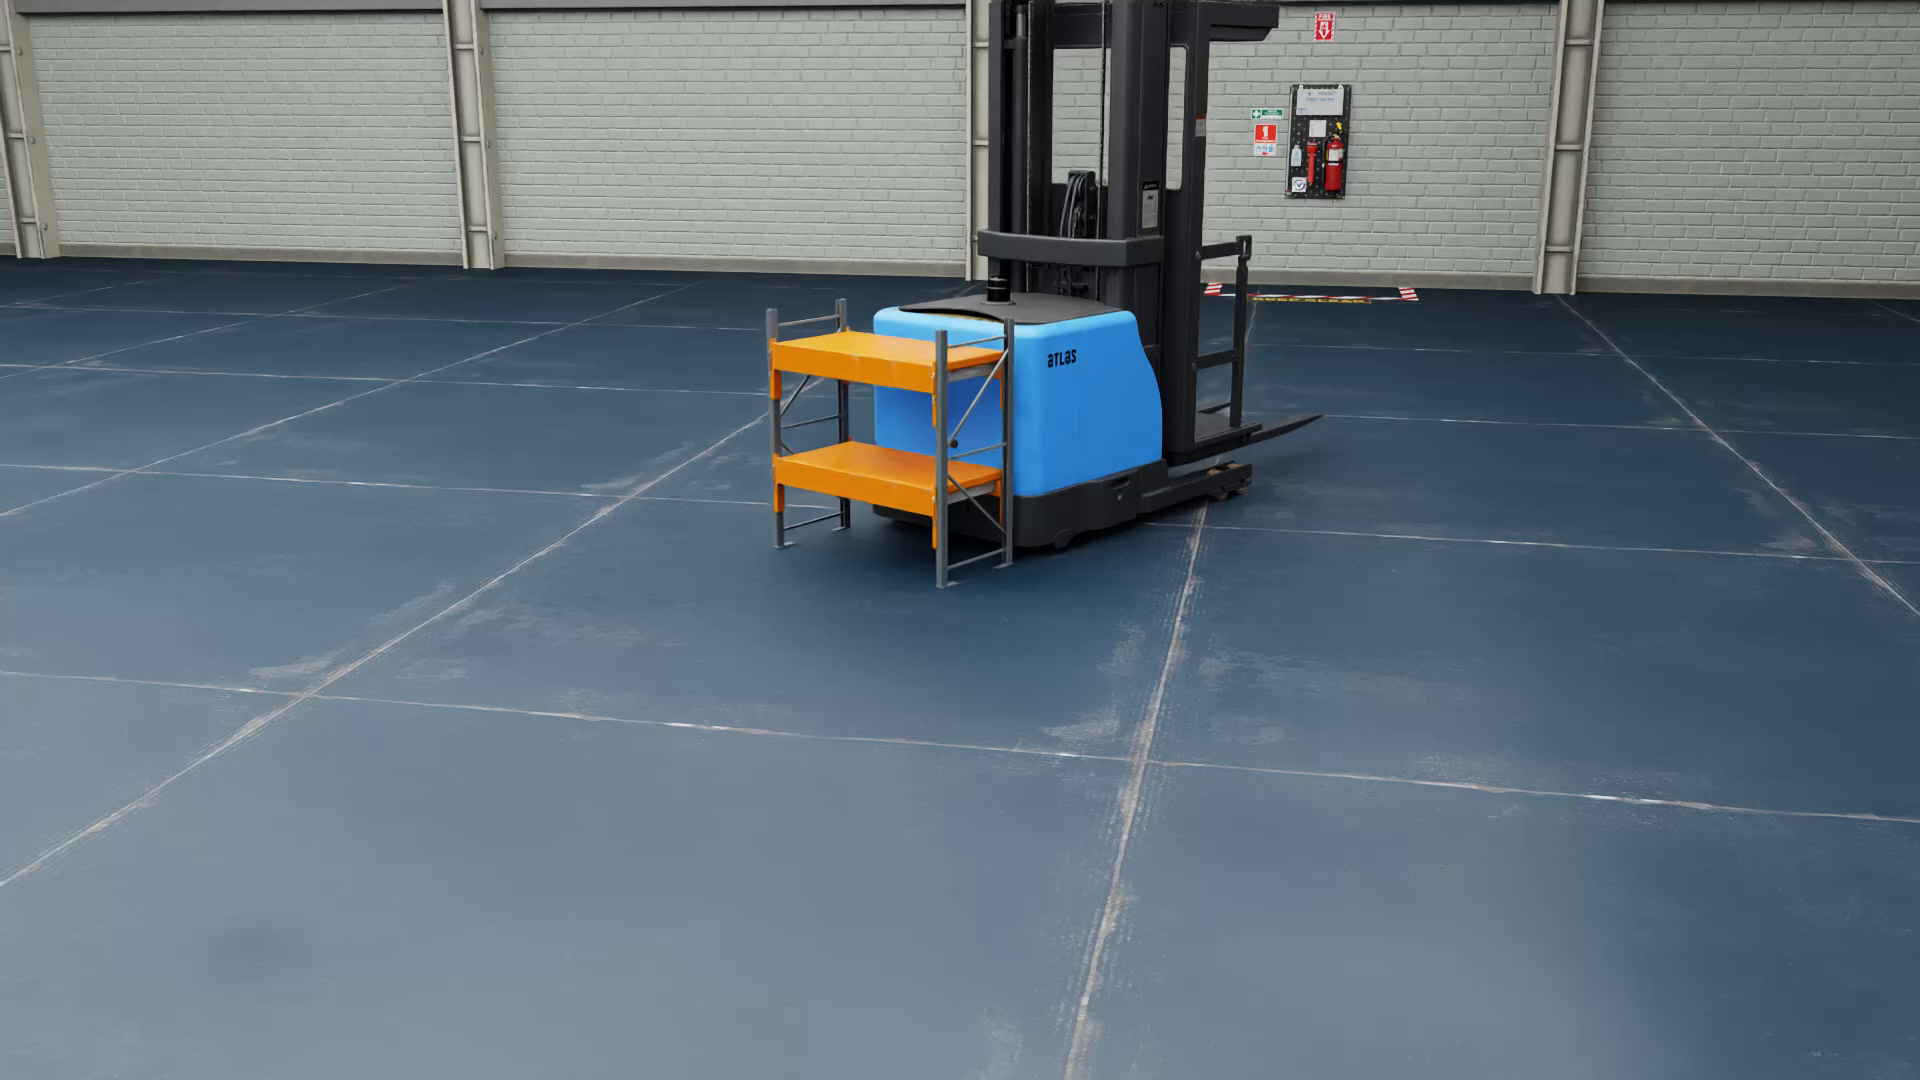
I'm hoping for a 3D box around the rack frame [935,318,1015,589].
[{"bbox_3d":[0.068,-0.381,7.261,0.032,1.125,0.500,13,20,38],"label":"rack frame"}]

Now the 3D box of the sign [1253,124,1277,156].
[{"bbox_3d":[3.229,-4.232,17.586,0.234,0.329,0.001,3,16,11],"label":"sign"}]

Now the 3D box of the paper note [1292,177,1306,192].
[{"bbox_3d":[3.591,-3.762,17.604,0.142,0.148,0.016,3,16,11],"label":"paper note"}]

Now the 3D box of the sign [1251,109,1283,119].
[{"bbox_3d":[3.232,-4.485,17.506,0.331,0.109,0.001,3,16,11],"label":"sign"}]

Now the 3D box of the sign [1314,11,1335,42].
[{"bbox_3d":[3.762,-5.303,17.173,0.199,0.298,0.001,3,16,11],"label":"sign"}]

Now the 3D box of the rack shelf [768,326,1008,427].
[{"bbox_3d":[-0.322,-0.750,7.498,1.000,0.278,0.538,13,20,38],"label":"rack shelf"}]

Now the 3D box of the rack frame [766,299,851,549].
[{"bbox_3d":[-0.712,-0.555,7.890,0.032,1.125,0.500,13,20,38],"label":"rack frame"}]

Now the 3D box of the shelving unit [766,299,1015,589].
[{"bbox_3d":[-0.322,-0.468,7.576,1.048,1.125,0.538,13,20,38],"label":"shelving unit"}]

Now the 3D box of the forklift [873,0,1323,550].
[{"bbox_3d":[0.911,-1.695,8.622,1.130,2.935,3.031,13,20,39],"label":"forklift"}]

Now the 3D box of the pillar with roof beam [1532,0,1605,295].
[{"bbox_3d":[5.307,-5.782,12.010,0.400,9.000,9.100,3,16,11],"label":"pillar with roof beam"}]

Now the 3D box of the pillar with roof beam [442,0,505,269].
[{"bbox_3d":[-6.453,-6.421,14.314,0.400,9.000,9.100,3,16,11],"label":"pillar with roof beam"}]

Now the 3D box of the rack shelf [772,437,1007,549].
[{"bbox_3d":[-0.322,-0.233,7.641,1.000,0.278,0.538,13,20,38],"label":"rack shelf"}]

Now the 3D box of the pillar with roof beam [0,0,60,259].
[{"bbox_3d":[-12.332,-6.740,15.467,0.400,9.000,9.100,3,16,11],"label":"pillar with roof beam"}]

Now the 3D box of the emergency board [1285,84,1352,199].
[{"bbox_3d":[3.750,-4.159,17.387,0.643,1.169,0.194,3,16,11],"label":"emergency board"}]

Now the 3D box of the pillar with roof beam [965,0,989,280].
[{"bbox_3d":[-0.573,-6.102,13.162,0.400,9.000,9.100,3,16,11],"label":"pillar with roof beam"}]
